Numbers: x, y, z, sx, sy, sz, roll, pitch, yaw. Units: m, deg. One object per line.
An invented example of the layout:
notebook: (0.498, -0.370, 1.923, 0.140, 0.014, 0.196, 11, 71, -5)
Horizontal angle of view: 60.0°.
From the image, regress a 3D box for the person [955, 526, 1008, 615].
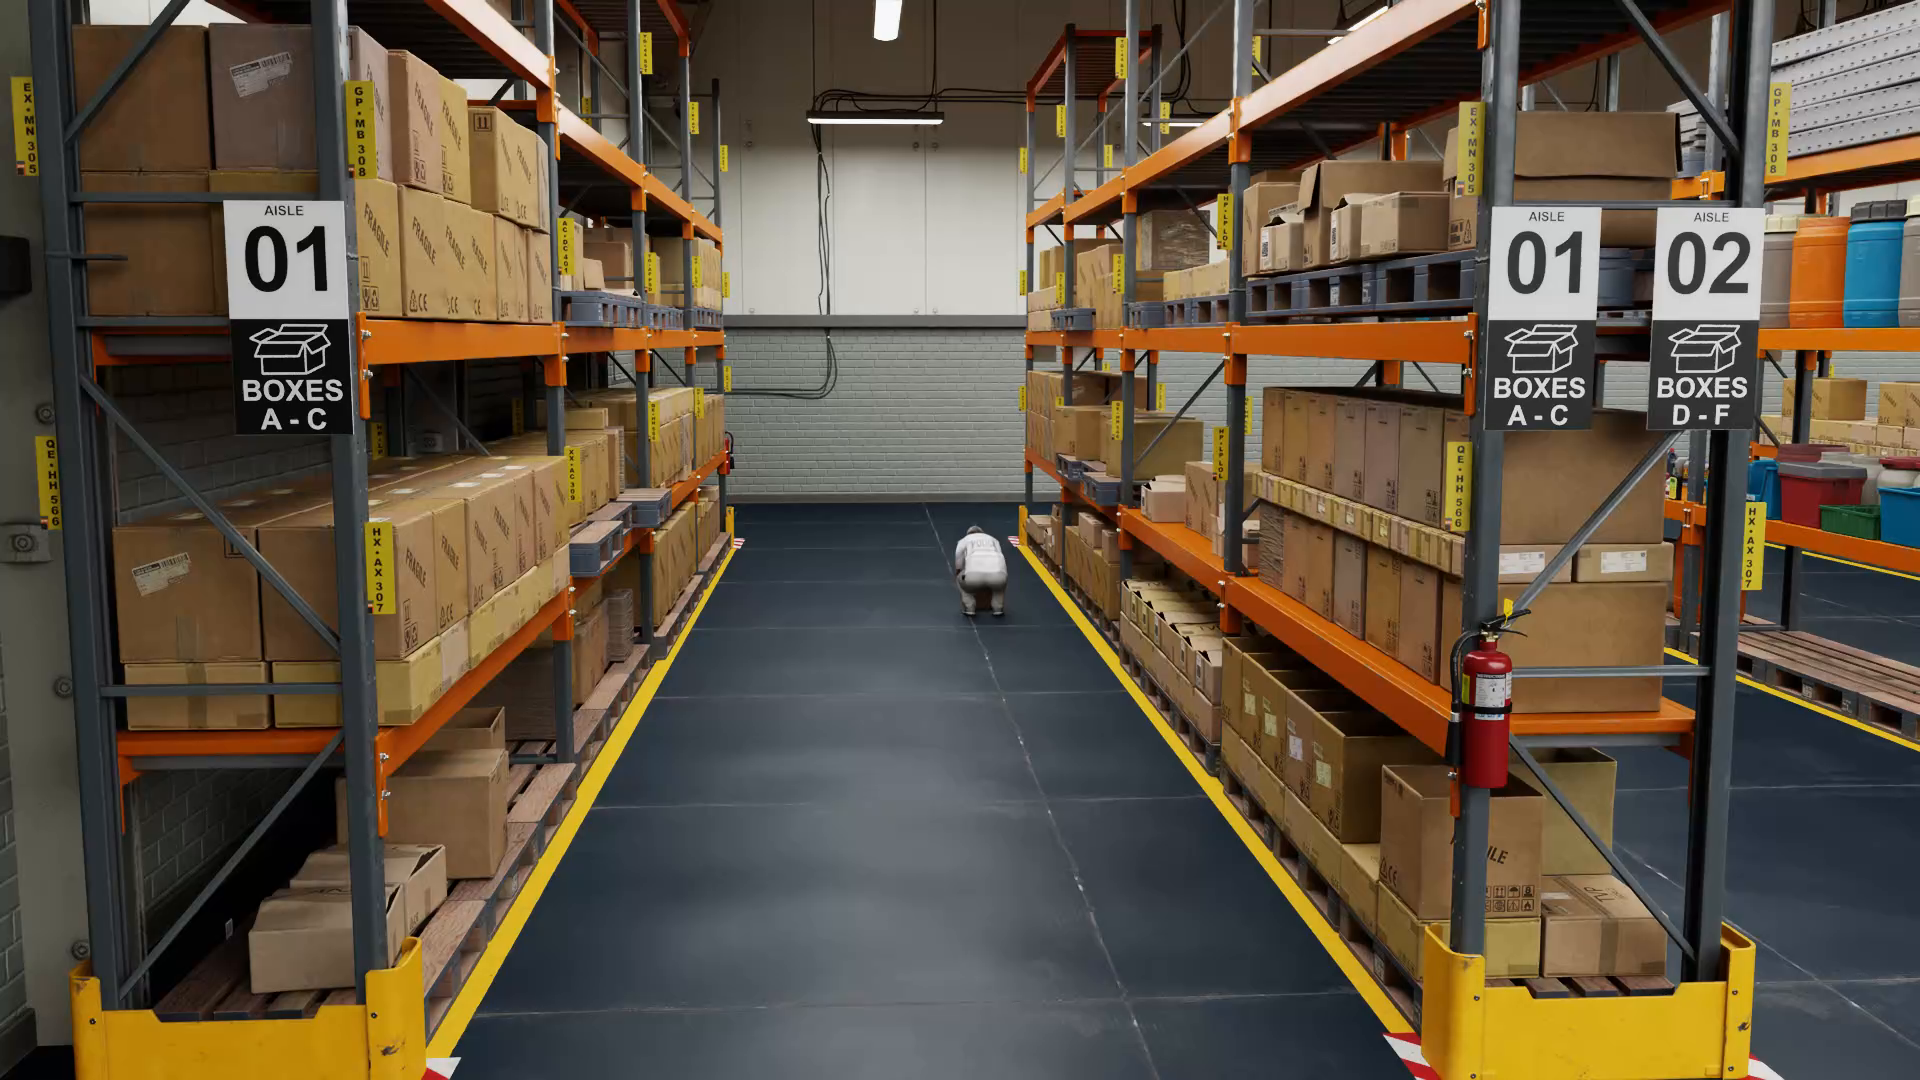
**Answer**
person: (0.222, 0.315, 16.624, 0.520, 0.837, 0.867, 0, 7, -3)
